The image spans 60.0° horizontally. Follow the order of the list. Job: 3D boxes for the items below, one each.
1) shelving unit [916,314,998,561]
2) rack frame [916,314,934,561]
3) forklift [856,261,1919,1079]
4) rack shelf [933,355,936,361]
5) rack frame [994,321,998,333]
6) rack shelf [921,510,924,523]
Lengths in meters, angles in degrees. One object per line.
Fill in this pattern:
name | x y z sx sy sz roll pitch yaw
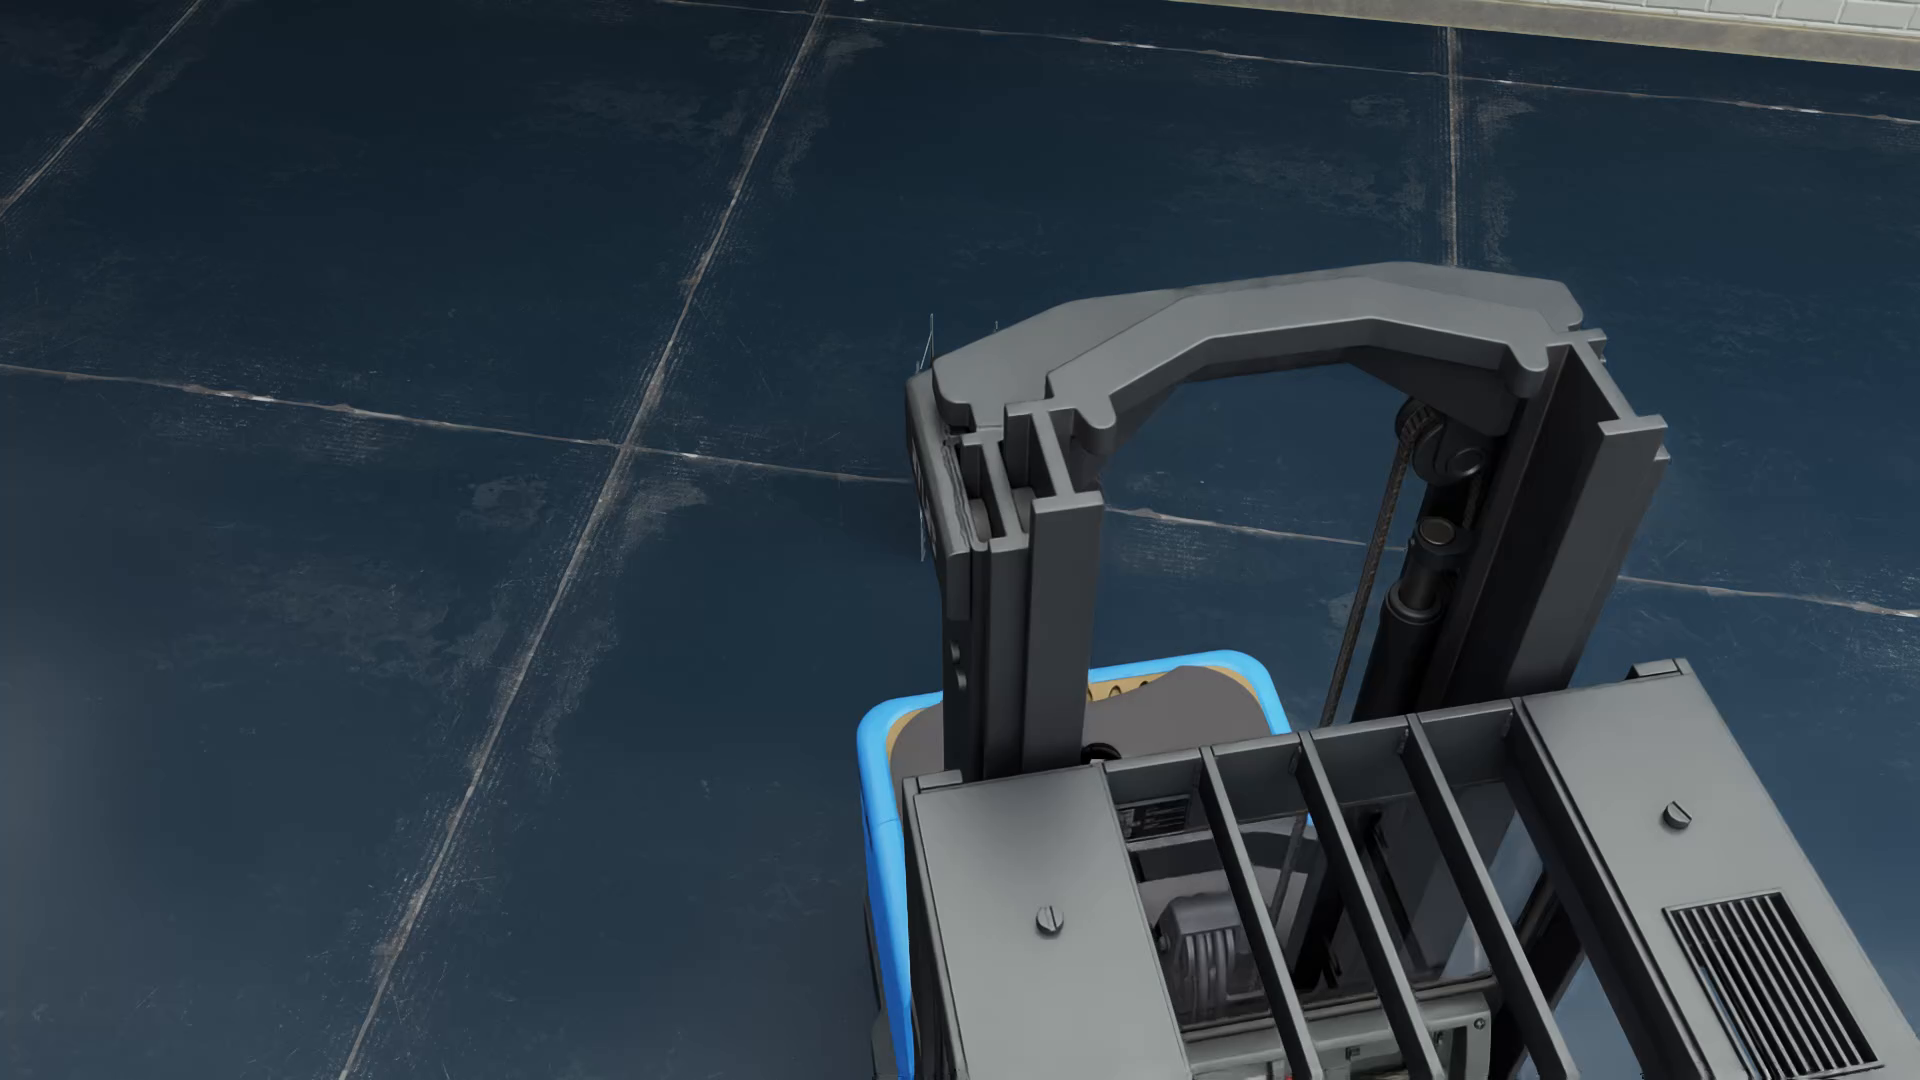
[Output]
shelving unit | -0.008 -0.302 5.416 0.210 0.900 0.258 8 49 7
rack frame | -0.108 -0.315 5.428 0.006 0.900 0.240 8 49 7
forklift | 0.513 1.141 2.754 1.130 2.935 3.031 -8 49 -7
rack shelf | -0.008 -0.460 5.240 0.200 0.077 0.258 8 49 7
rack frame | 0.092 -0.288 5.404 0.006 0.900 0.240 8 49 7
rack shelf | -0.008 -0.159 5.575 0.200 0.077 0.258 8 49 7
